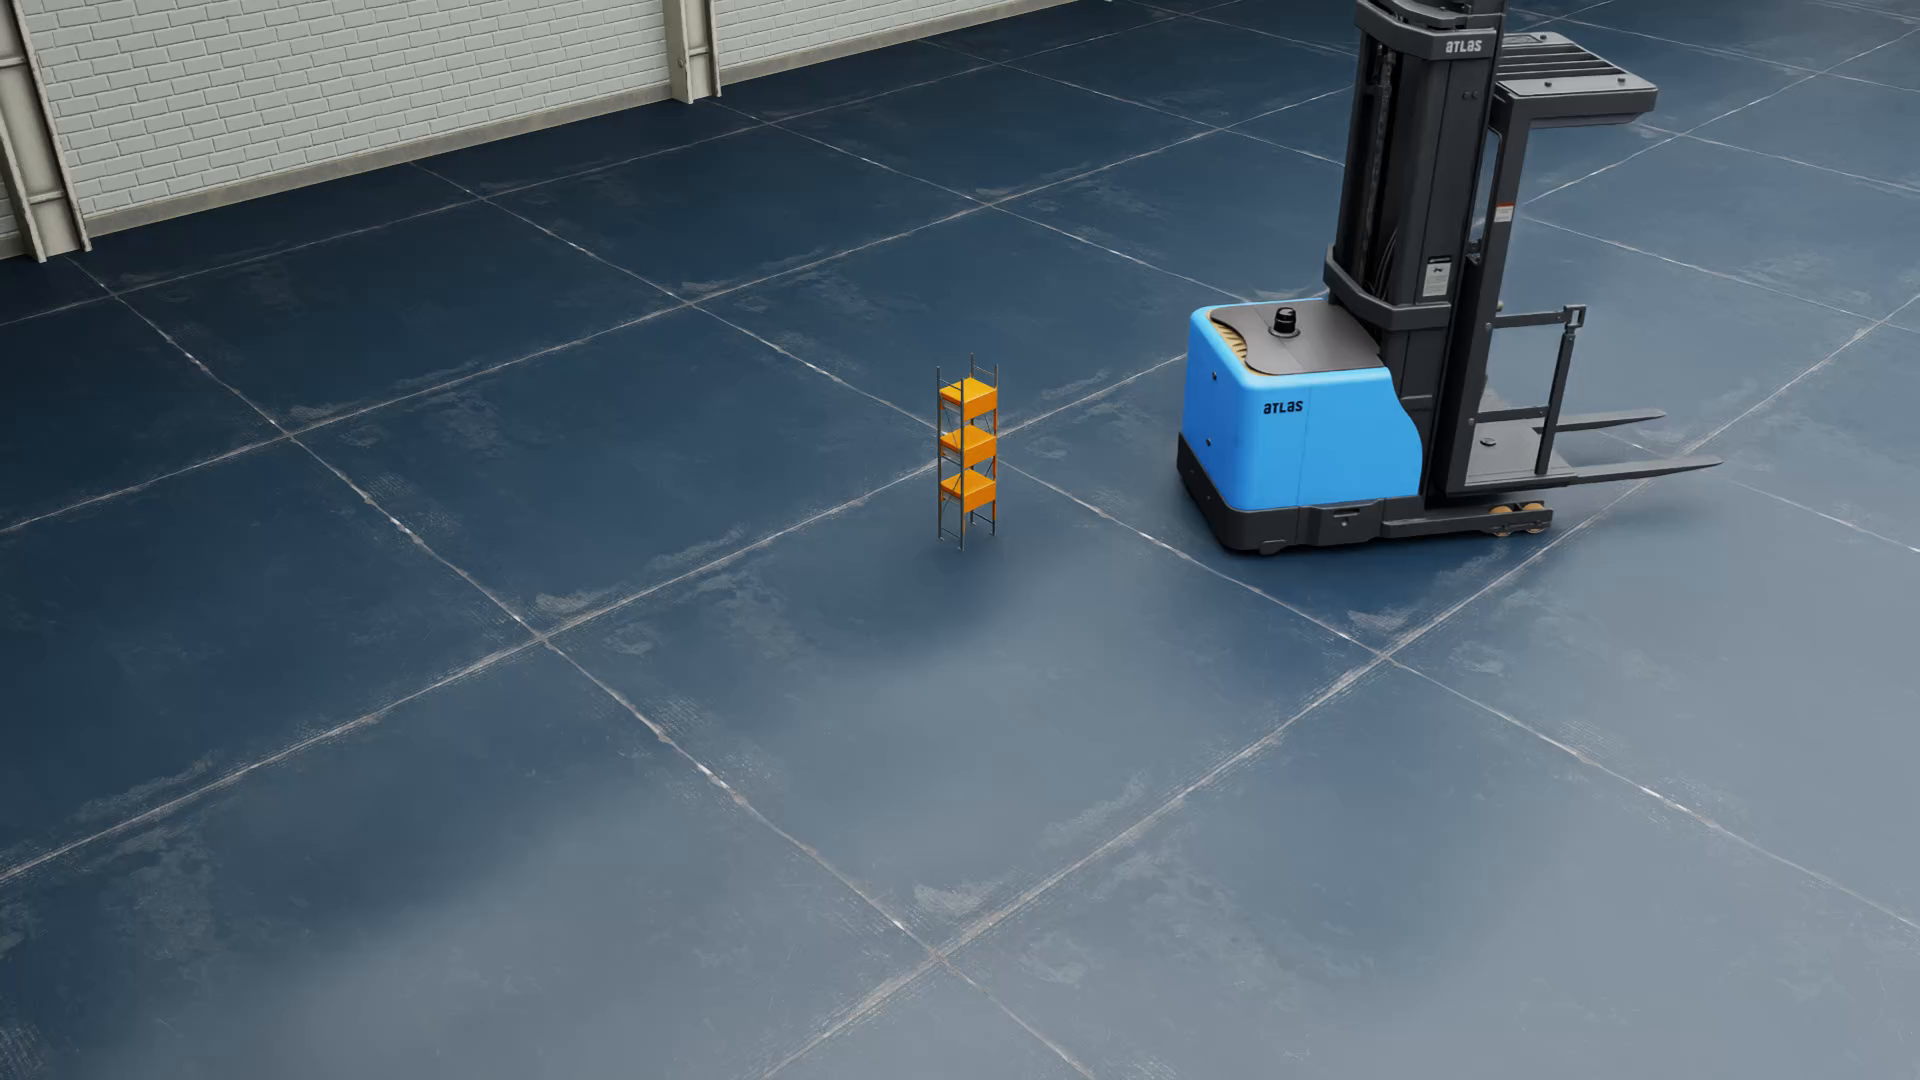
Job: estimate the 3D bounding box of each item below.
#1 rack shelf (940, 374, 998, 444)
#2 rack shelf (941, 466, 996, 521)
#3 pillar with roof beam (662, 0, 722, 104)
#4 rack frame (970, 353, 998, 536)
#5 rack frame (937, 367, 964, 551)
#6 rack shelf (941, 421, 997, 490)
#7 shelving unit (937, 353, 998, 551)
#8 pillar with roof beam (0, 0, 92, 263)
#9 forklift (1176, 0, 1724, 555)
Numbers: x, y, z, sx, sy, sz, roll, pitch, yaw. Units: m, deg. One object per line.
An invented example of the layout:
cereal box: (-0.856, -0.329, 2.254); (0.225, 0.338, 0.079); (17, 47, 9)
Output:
rack shelf: (0.039, -0.700, 8.865); (0.240, 0.259, 0.215); (-26, 40, -35)
rack shelf: (0.039, -0.221, 9.158); (0.240, 0.259, 0.215); (-26, 40, -35)
pillar with roof beam: (0.325, -6.568, 11.366); (0.400, 9.000, 9.100); (-26, 40, -35)
rack frame: (0.129, -0.510, 9.078); (0.008, 1.050, 0.200); (-26, 40, -35)
rack frame: (-0.050, -0.424, 8.936); (0.008, 1.050, 0.200); (-26, 40, -35)
rack shelf: (0.039, -0.458, 9.013); (0.240, 0.259, 0.215); (-26, 40, -35)
shelving unit: (0.039, -0.467, 9.007); (0.252, 1.050, 0.215); (-26, 40, -35)
pillar with roof beam: (-4.075, -4.440, 7.885); (0.400, 9.000, 9.100); (-26, 40, -35)
forklift: (2.845, -1.536, 8.953); (3.031, 2.935, 1.130); (-6, 32, -9)
